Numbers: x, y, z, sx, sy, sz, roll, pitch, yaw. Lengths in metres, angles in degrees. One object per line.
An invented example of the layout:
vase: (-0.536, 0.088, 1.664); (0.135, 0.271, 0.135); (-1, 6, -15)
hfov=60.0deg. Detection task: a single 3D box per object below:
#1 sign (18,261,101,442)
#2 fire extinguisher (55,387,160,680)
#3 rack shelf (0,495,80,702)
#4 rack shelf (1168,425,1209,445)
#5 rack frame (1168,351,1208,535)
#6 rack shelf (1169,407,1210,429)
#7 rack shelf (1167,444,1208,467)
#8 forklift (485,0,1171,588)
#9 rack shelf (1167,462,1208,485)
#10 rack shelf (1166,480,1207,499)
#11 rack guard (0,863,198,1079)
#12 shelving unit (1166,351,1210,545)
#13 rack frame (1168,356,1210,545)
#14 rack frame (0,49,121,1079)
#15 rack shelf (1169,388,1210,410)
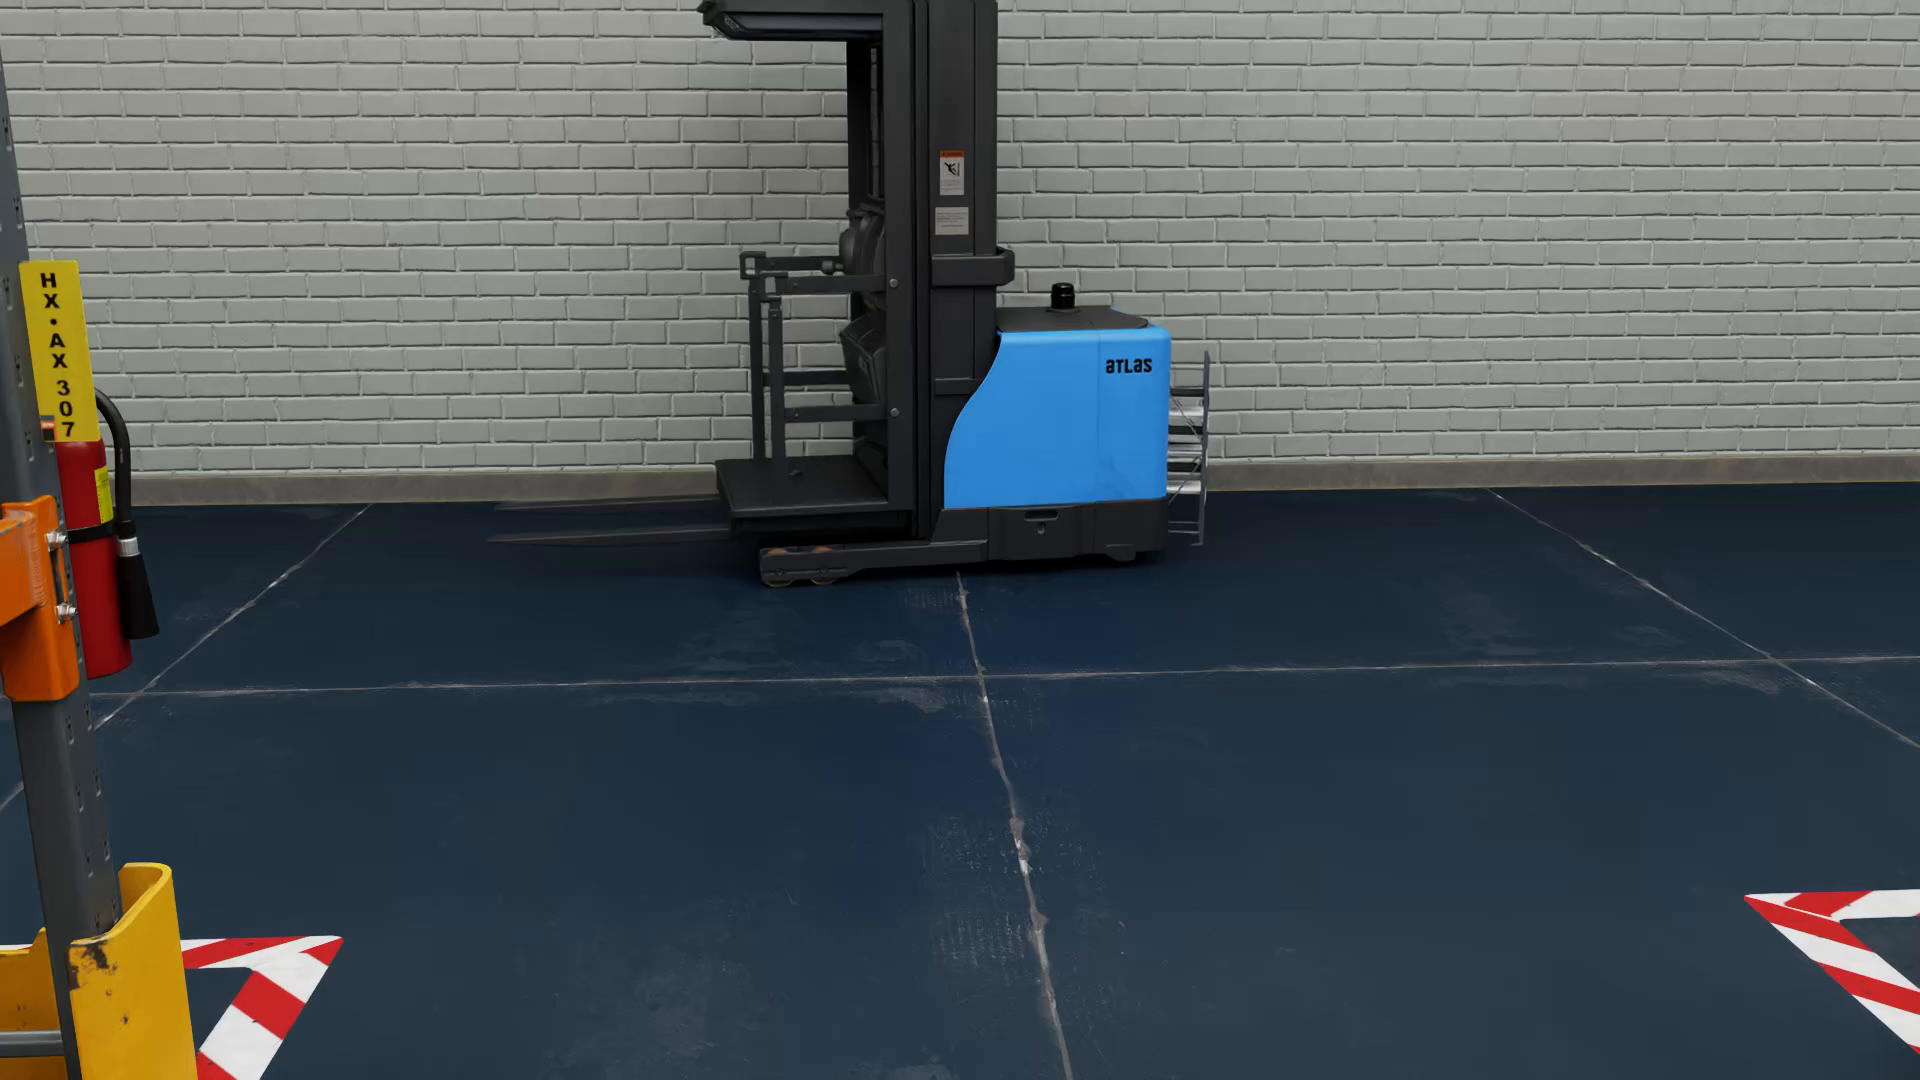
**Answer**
sign: (-1.618, -0.337, 2.990); (0.100, 0.325, 0.005); (-1, 14, -3)
fire extinguisher: (-1.722, -0.072, 3.191); (0.296, 0.674, 0.183); (-1, 14, -3)
rack shelf: (-2.042, 0.600, 1.118); (1.077, 0.370, 4.000); (-1, 14, -3)
rack shelf: (1.051, -0.497, 7.915); (0.258, 0.077, 0.200); (2, 13, 6)
rack frame: (1.062, -0.465, 8.027); (0.240, 0.900, 0.006); (2, 13, 6)
rack shelf: (1.051, -0.584, 7.895); (0.258, 0.077, 0.200); (2, 13, 6)
rack shelf: (1.051, -0.409, 7.936); (0.258, 0.077, 0.200); (2, 13, 6)
forklift: (-0.617, -1.355, 7.412); (3.031, 2.935, 1.130); (-3, 15, -11)
rack shelf: (1.051, -0.321, 7.957); (0.258, 0.077, 0.200); (2, 13, 6)
rack shelf: (1.051, -0.234, 7.978); (0.258, 0.077, 0.200); (2, 13, 6)
rack guard: (-2.181, 0.959, 3.296); (1.175, 0.500, 0.348); (-1, 14, -3)
shelving unit: (1.051, -0.441, 7.929); (0.258, 0.900, 0.210); (2, 13, 6)
rack frame: (1.040, -0.418, 7.830); (0.240, 0.900, 0.006); (2, 13, 6)
rack frame: (-2.163, -0.246, 2.962); (0.949, 2.616, 0.053); (-1, 14, -3)
rack shelf: (1.051, -0.672, 7.874); (0.258, 0.077, 0.200); (2, 13, 6)
